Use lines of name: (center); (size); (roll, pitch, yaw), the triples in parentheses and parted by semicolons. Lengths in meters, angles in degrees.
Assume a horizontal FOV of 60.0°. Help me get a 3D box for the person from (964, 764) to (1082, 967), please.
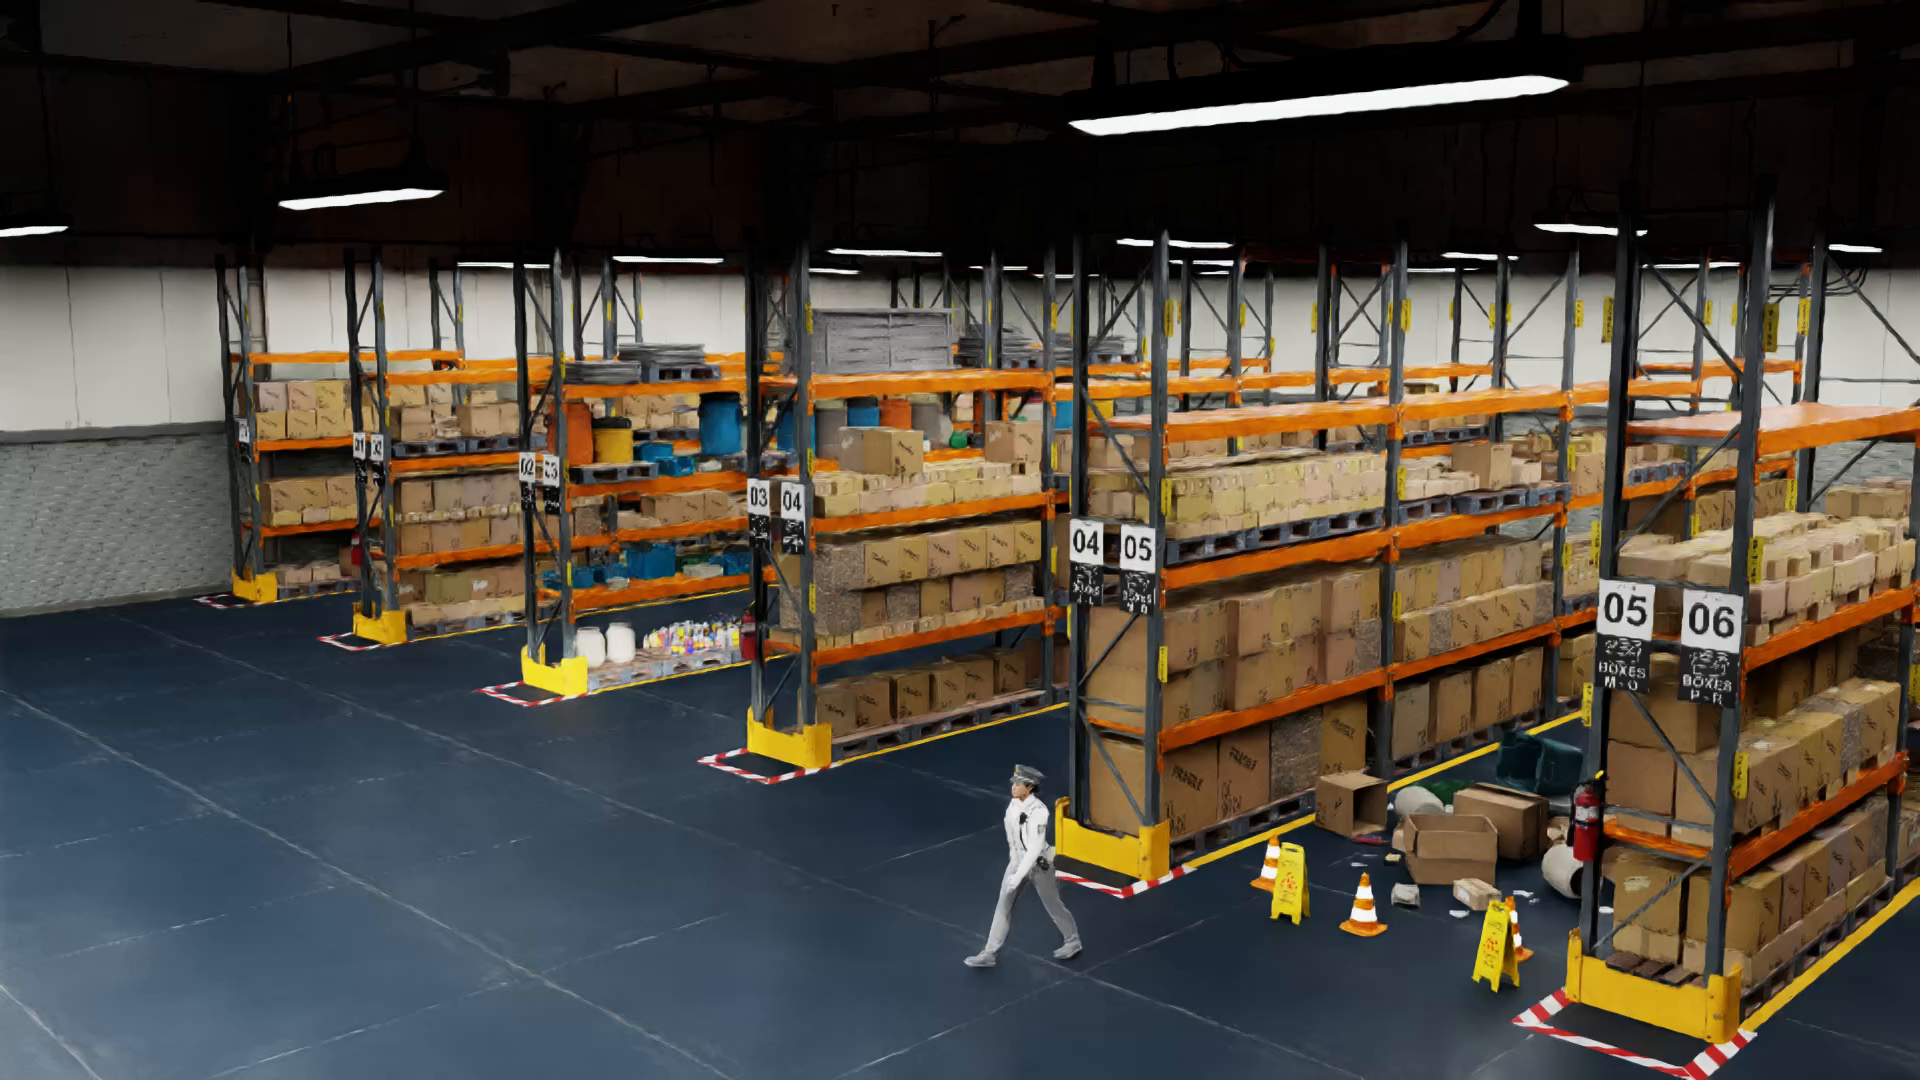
person: (0.528, 2.525, 12.958); (0.997, 1.621, 0.481); (-6, 10, -36)

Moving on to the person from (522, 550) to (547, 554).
person: (-7.630, 0.148, 29.476); (1.121, 1.691, 0.577); (-7, 11, -42)

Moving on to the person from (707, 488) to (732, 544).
person: (-4.710, -0.226, 32.428); (0.534, 1.590, 0.536); (-3, 9, -20)
